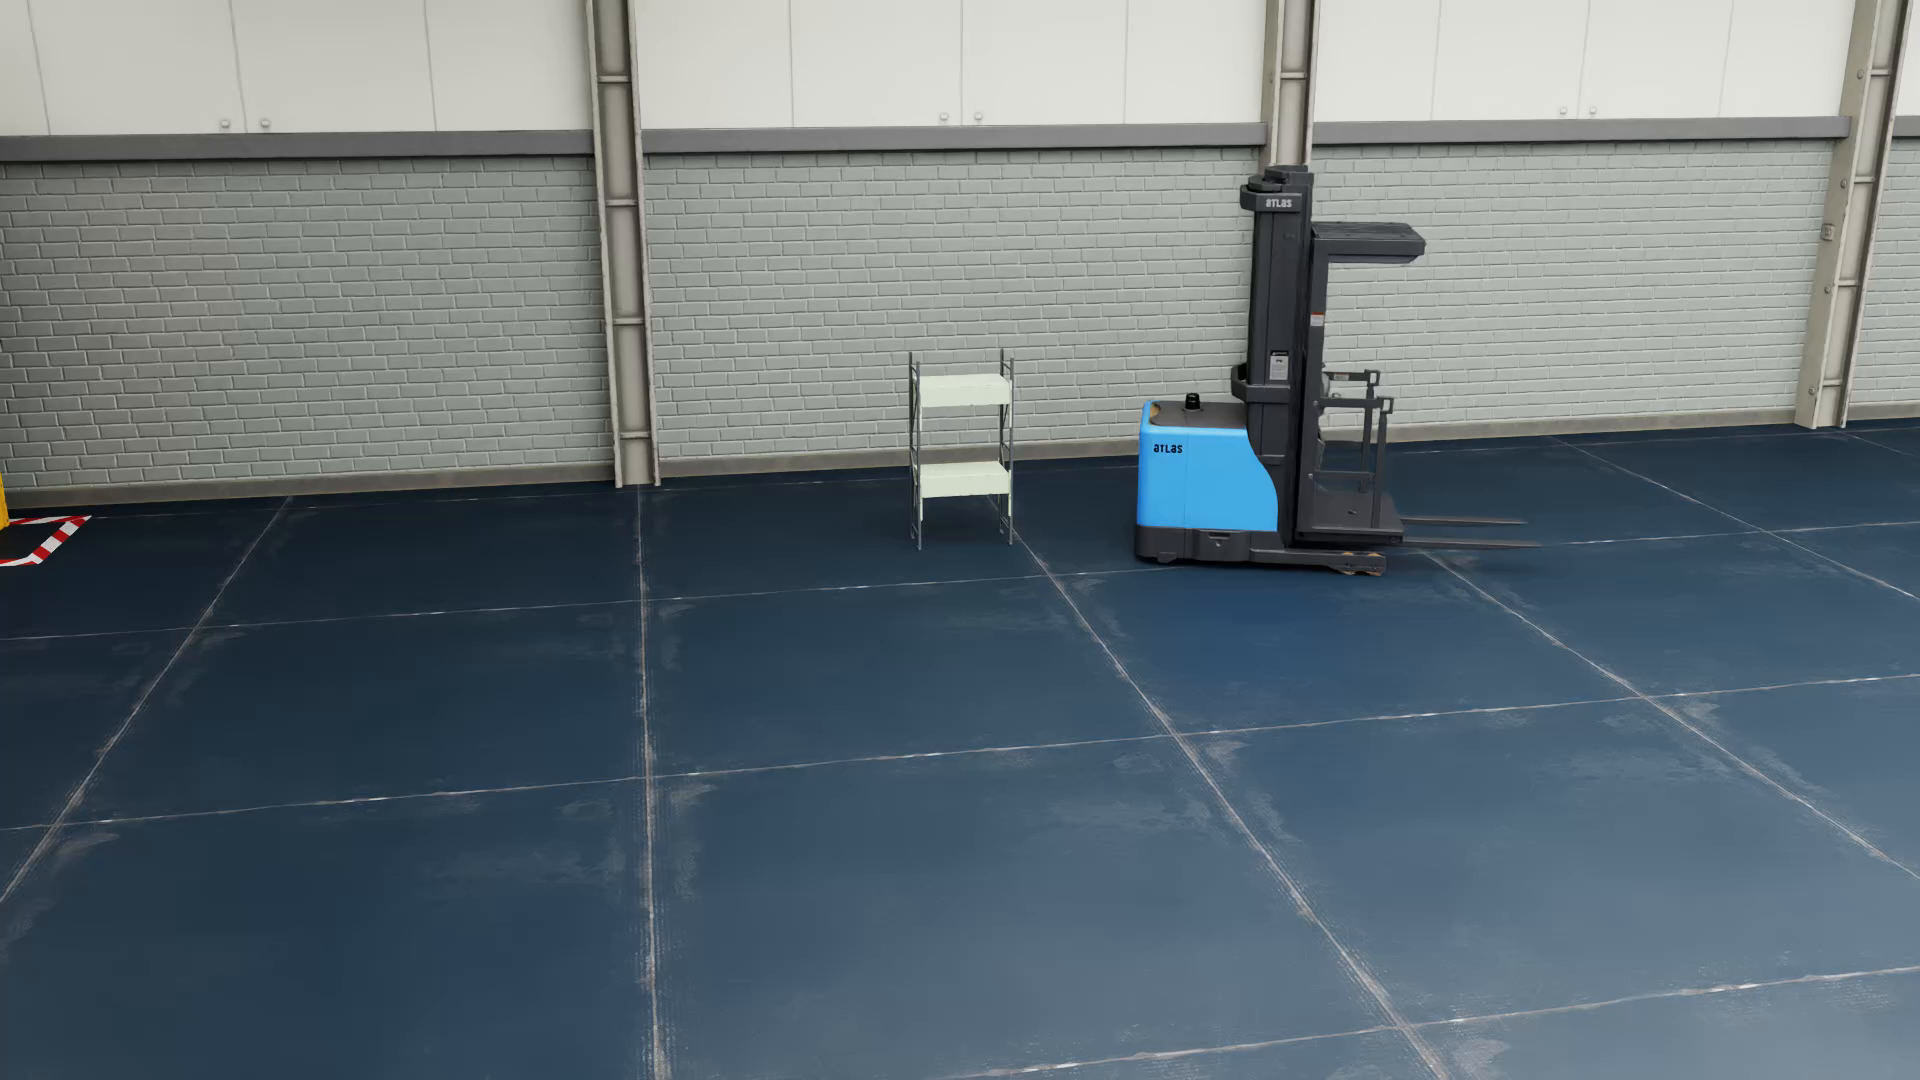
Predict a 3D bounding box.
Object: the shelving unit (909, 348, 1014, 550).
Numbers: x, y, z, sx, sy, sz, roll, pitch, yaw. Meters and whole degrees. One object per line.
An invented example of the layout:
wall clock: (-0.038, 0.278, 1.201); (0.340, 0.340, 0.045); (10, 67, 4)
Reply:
shelving unit: (0.007, -0.717, 13.093); (0.755, 1.500, 0.431); (-3, 17, -10)

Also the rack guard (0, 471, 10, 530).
rack guard: (-7.919, -0.208, 13.136); (0.348, 0.500, 1.175); (-3, 17, -10)

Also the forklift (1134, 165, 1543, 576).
forklift: (2.894, -1.300, 12.553); (3.031, 2.935, 1.130); (2, 17, 8)

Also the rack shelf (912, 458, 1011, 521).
rack shelf: (0.007, -0.406, 13.189); (0.720, 0.370, 0.431); (-3, 17, -10)

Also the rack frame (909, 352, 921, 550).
rack frame: (-0.353, -0.697, 13.026); (0.023, 1.500, 0.400); (-3, 17, -10)

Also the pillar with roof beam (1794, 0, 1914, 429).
pillar with roof beam: (9.693, -4.252, 11.828); (0.400, 9.000, 9.100); (-3, 17, -10)

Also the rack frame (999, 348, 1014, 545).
rack frame: (0.366, -0.738, 13.159); (0.023, 1.500, 0.400); (-3, 17, -10)

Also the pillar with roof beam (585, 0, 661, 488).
pillar with roof beam: (-2.090, -3.583, 9.651); (0.400, 9.000, 9.100); (-3, 17, -10)

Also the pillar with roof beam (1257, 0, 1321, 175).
pillar with roof beam: (3.802, -3.917, 10.740); (0.400, 9.000, 9.100); (-3, 17, -10)

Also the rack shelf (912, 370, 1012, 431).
rack shelf: (0.007, -1.090, 12.978); (0.720, 0.370, 0.431); (-3, 17, -10)
